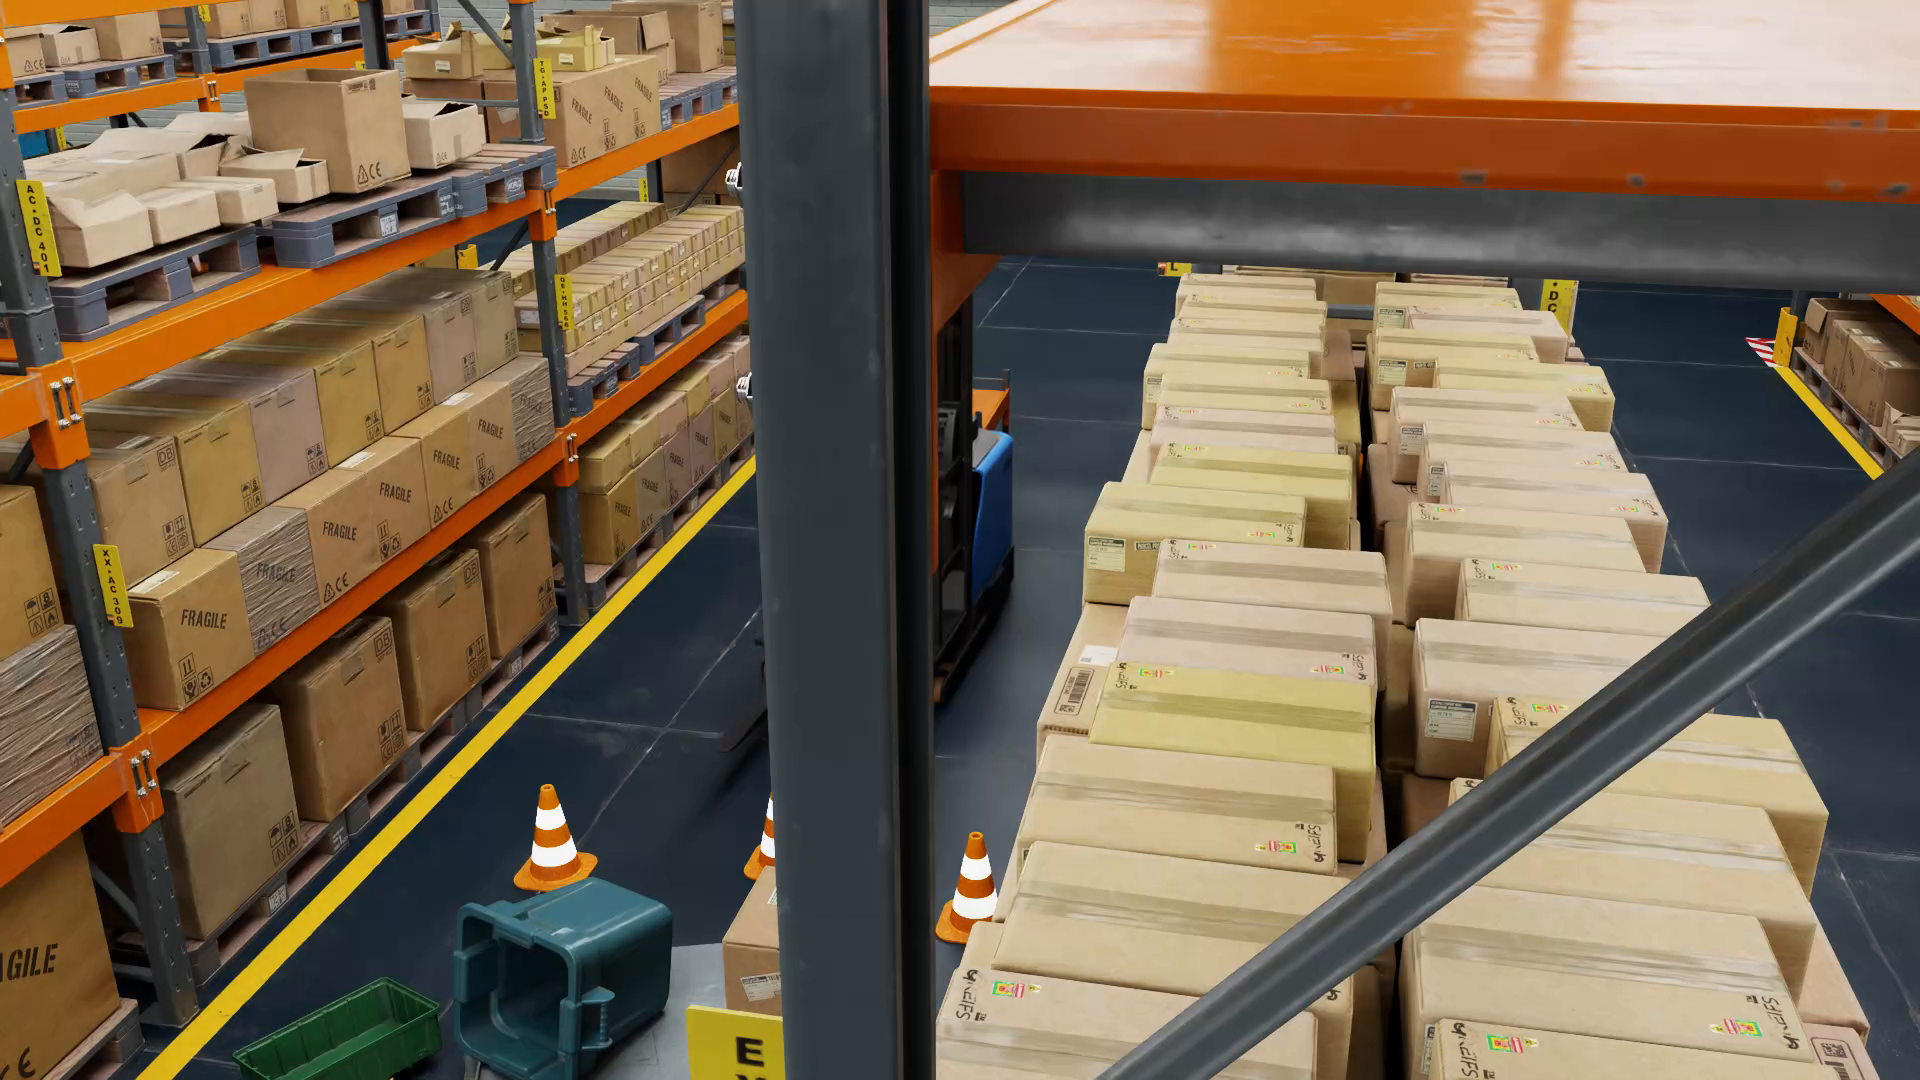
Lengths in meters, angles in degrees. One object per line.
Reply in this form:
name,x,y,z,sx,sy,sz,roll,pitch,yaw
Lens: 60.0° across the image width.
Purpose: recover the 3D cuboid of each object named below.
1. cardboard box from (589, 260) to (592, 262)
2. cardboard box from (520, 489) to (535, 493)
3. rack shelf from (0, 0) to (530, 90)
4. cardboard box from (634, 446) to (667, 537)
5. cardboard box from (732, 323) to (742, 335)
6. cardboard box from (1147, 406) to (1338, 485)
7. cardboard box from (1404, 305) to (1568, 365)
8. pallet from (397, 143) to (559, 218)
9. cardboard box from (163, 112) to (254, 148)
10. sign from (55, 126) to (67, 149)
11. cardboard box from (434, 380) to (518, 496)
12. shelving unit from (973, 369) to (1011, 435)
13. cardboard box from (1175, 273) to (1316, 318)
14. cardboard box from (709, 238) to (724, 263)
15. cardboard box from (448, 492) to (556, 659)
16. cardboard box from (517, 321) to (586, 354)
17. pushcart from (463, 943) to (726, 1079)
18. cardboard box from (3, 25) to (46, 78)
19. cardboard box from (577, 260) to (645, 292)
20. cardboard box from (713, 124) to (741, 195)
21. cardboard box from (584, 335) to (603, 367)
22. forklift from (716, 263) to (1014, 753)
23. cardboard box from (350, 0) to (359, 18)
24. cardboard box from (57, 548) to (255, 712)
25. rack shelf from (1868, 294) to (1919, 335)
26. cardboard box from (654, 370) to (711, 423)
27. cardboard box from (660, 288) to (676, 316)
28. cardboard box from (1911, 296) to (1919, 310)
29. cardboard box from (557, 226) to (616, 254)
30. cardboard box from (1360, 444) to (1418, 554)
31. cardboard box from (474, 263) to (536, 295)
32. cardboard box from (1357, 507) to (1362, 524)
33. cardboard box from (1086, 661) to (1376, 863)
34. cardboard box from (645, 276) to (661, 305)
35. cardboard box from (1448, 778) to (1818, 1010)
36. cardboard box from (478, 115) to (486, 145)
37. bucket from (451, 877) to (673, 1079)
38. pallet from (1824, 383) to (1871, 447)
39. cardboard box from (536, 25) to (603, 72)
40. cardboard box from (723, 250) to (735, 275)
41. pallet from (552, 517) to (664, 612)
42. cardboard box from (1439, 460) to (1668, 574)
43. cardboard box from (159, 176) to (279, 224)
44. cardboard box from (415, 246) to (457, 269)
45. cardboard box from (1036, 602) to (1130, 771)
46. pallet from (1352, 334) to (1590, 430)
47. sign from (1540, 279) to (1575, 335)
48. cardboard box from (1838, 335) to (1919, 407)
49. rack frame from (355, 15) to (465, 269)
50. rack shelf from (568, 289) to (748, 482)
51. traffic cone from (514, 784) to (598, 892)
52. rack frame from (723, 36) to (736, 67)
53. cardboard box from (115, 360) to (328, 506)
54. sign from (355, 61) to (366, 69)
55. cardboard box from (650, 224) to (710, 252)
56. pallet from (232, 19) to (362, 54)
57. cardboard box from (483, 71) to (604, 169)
cardboard box,-2.837,-1.986,12.145,0.380,0.149,0.250,4,22,10
cardboard box,-2.981,-0.192,11.098,0.500,0.500,0.500,4,22,11
rack shelf,-3.268,-2.428,7.335,1.077,0.370,4.000,4,22,11
cardboard box,-2.366,-0.354,11.502,0.500,0.500,0.500,5,22,12
cardboard box,-2.169,-1.845,14.877,0.380,0.149,0.250,4,22,10
cardboard box,0.595,-0.166,3.505,0.380,0.149,0.250,4,22,10
cardboard box,1.362,-0.504,4.343,0.380,0.149,0.250,4,22,10
pallet,-2.939,-1.960,8.943,1.213,0.211,1.003,6,23,13
cardboard box,-3.430,-1.868,7.885,0.500,0.311,0.500,4,22,10
sign,-10.369,-4.654,19.175,0.100,0.325,0.005,4,22,11
cardboard box,-2.792,-0.575,9.131,0.500,0.500,0.500,4,22,11
shelving unit,0.001,-0.524,11.650,0.538,1.125,1.048,4,22,11
cardboard box,0.807,-0.647,4.698,0.380,0.149,0.250,4,22,10
cardboard box,-2.037,-2.227,12.745,0.380,0.149,0.250,5,23,13
cardboard box,-3.072,0.169,9.868,1.050,0.750,0.750,4,22,10
cardboard box,-2.565,-1.273,10.376,0.380,0.149,0.250,5,23,13
pushcart,-1.052,1.968,6.461,1.648,0.377,0.936,-3,22,-8
cardboard box,-7.299,-3.694,12.294,0.797,0.503,0.637,4,22,10
cardboard box,-2.361,-1.788,11.256,0.380,0.149,0.250,6,23,13
cardboard box,-1.713,-3.153,13.797,0.500,0.500,0.500,5,22,12
cardboard box,-2.516,-1.220,10.643,0.380,0.149,0.250,6,23,14
forklift,-0.531,-0.579,9.368,1.130,2.935,3.031,6,23,14
cardboard box,-6.349,-5.525,16.711,0.700,0.500,0.500,4,22,9
cardboard box,-3.305,0.349,6.838,0.500,0.500,0.500,5,22,12
rack shelf,8.091,-2.039,13.864,1.077,0.370,4.000,4,22,11
cardboard box,-2.160,-1.069,12.272,0.500,0.250,0.500,3,22,9
cardboard box,-2.248,-1.702,11.840,0.380,0.149,0.250,4,22,9
cardboard box,7.562,-1.854,12.779,0.380,0.149,0.250,5,22,12
cardboard box,-2.785,-2.223,12.336,0.380,0.149,0.250,4,22,10
cardboard box,1.144,0.000,3.626,0.500,0.250,0.500,4,22,10
cardboard box,-3.051,-1.750,11.160,0.380,0.149,0.250,5,22,13
cardboard box,1.161,0.041,4.056,0.380,0.149,0.250,4,22,9
cardboard box,0.381,0.305,2.336,0.380,0.149,0.250,5,22,11
cardboard box,-2.303,-1.745,11.546,0.380,0.149,0.250,4,22,10
cardboard box,0.794,0.431,2.022,0.380,0.149,0.250,4,22,11
cardboard box,-2.766,-2.184,8.863,0.380,0.166,0.250,4,22,11
bucket,-1.447,1.606,6.198,0.726,0.611,0.620,13,15,29
pallet,8.071,-1.046,14.169,1.003,0.211,1.213,4,22,11
cardboard box,-2.402,-3.004,10.124,0.396,0.266,0.258,4,22,11
cardboard box,-1.983,-2.181,13.029,0.380,0.149,0.250,5,22,11
pallet,-2.699,0.112,11.293,1.003,0.211,1.213,4,22,11
cardboard box,1.117,-0.030,3.167,0.380,0.149,0.250,5,22,12
cardboard box,-3.135,-1.442,7.043,0.380,0.149,0.250,4,22,11
cardboard box,-6.114,-3.206,18.080,0.875,0.875,0.875,4,22,11
cardboard box,0.420,0.329,2.809,0.500,0.250,0.500,5,22,12
pallet,1.421,-0.614,5.600,1.213,0.211,1.003,4,22,11
sign,1.723,-0.685,4.832,0.100,0.325,0.005,4,22,11
cardboard box,7.863,-1.428,14.167,0.500,0.500,0.500,5,22,12
rack frame,-6.062,-4.237,18.358,1.000,3.000,0.127,4,22,11
rack shelf,-2.452,-1.293,12.013,1.077,0.370,4.000,4,22,11
traffic cone,-1.924,1.369,7.836,0.336,0.463,0.334,4,22,11
rack frame,-2.043,-5.141,12.574,1.000,3.000,0.127,4,22,11
cardboard box,-3.374,-0.498,7.603,0.700,0.500,0.500,5,22,11
sign,-3.390,-2.569,9.510,0.100,0.325,0.005,4,22,11
cardboard box,-2.096,-2.262,12.434,0.380,0.149,0.250,4,22,11
pallet,-6.450,-4.867,16.027,1.003,0.211,1.213,4,22,11
cardboard box,-2.483,-2.522,9.952,0.500,0.500,0.500,4,22,11
